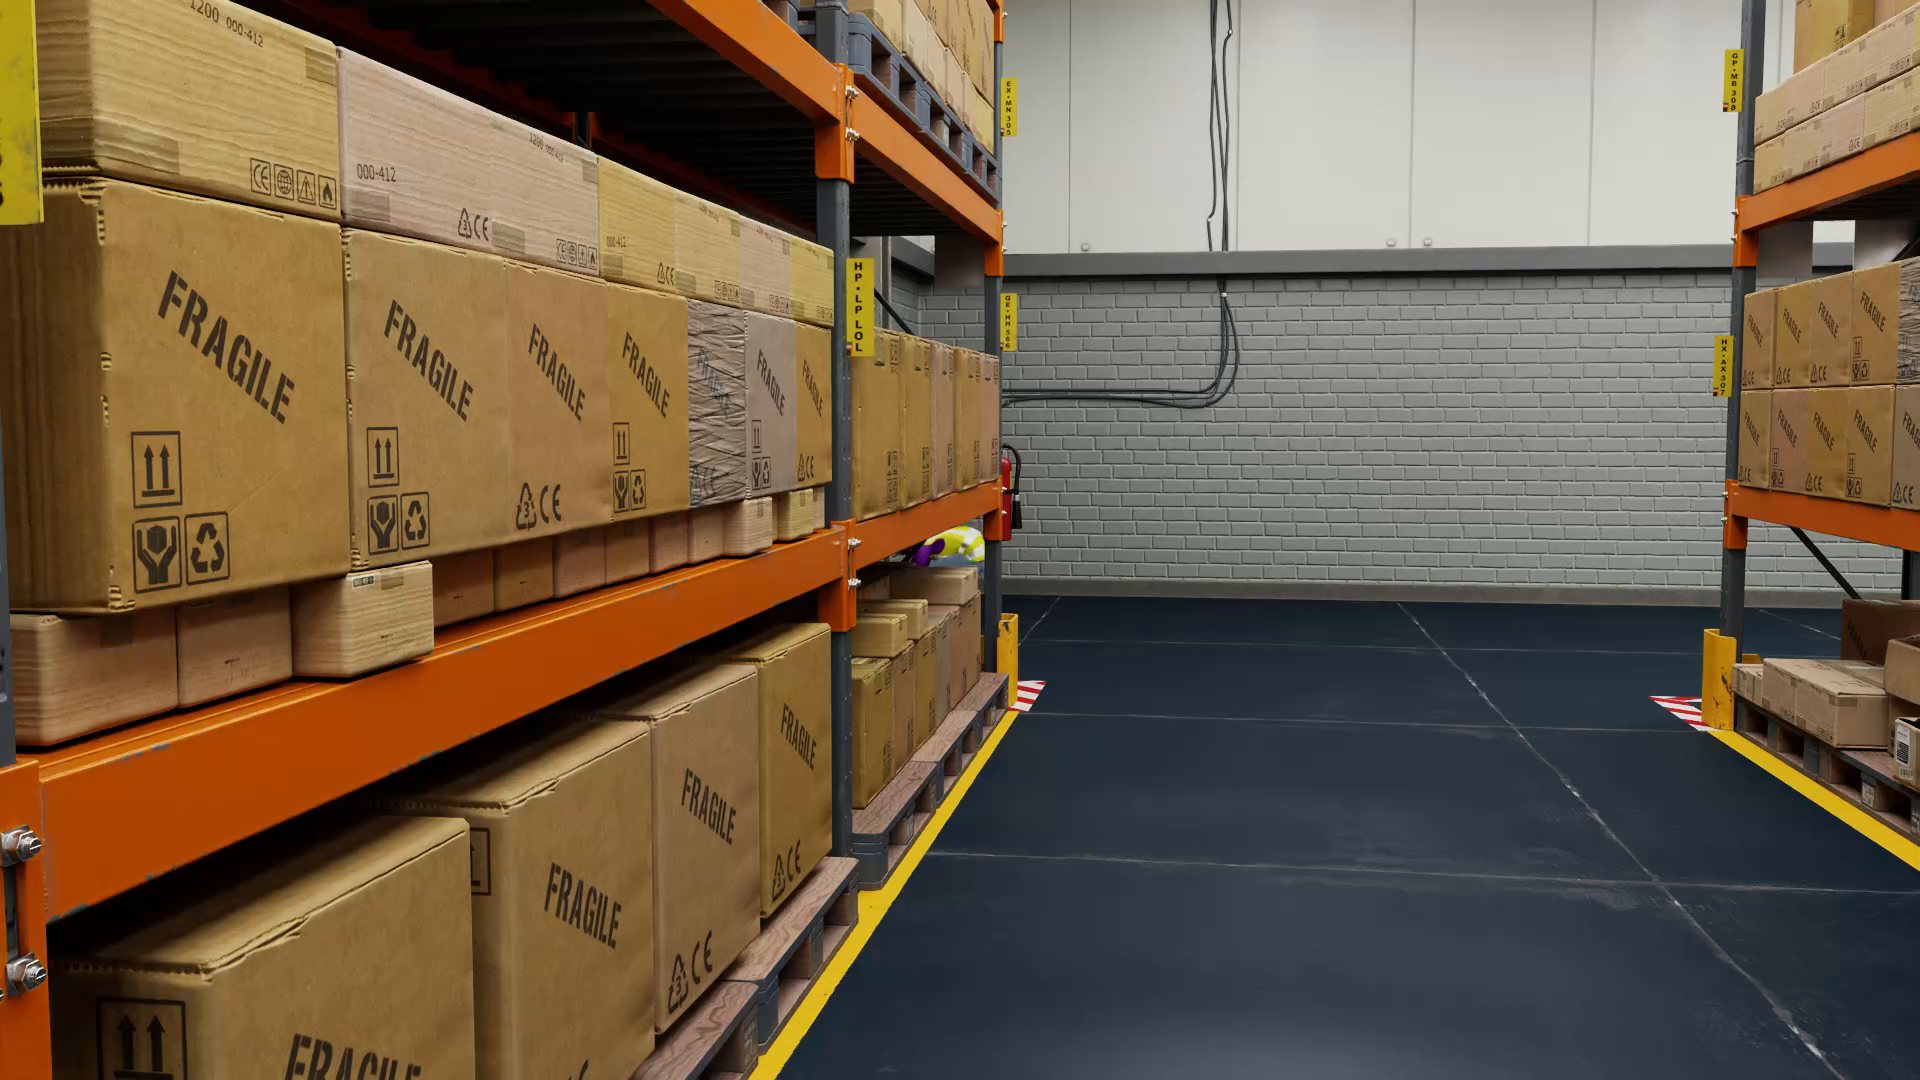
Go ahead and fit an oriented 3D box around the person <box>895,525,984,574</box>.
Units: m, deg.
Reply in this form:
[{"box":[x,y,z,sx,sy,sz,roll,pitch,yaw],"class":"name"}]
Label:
[{"box":[-0.186,0.255,13.634,0.968,0.810,0.523,1,4,7],"class":"person"}]
